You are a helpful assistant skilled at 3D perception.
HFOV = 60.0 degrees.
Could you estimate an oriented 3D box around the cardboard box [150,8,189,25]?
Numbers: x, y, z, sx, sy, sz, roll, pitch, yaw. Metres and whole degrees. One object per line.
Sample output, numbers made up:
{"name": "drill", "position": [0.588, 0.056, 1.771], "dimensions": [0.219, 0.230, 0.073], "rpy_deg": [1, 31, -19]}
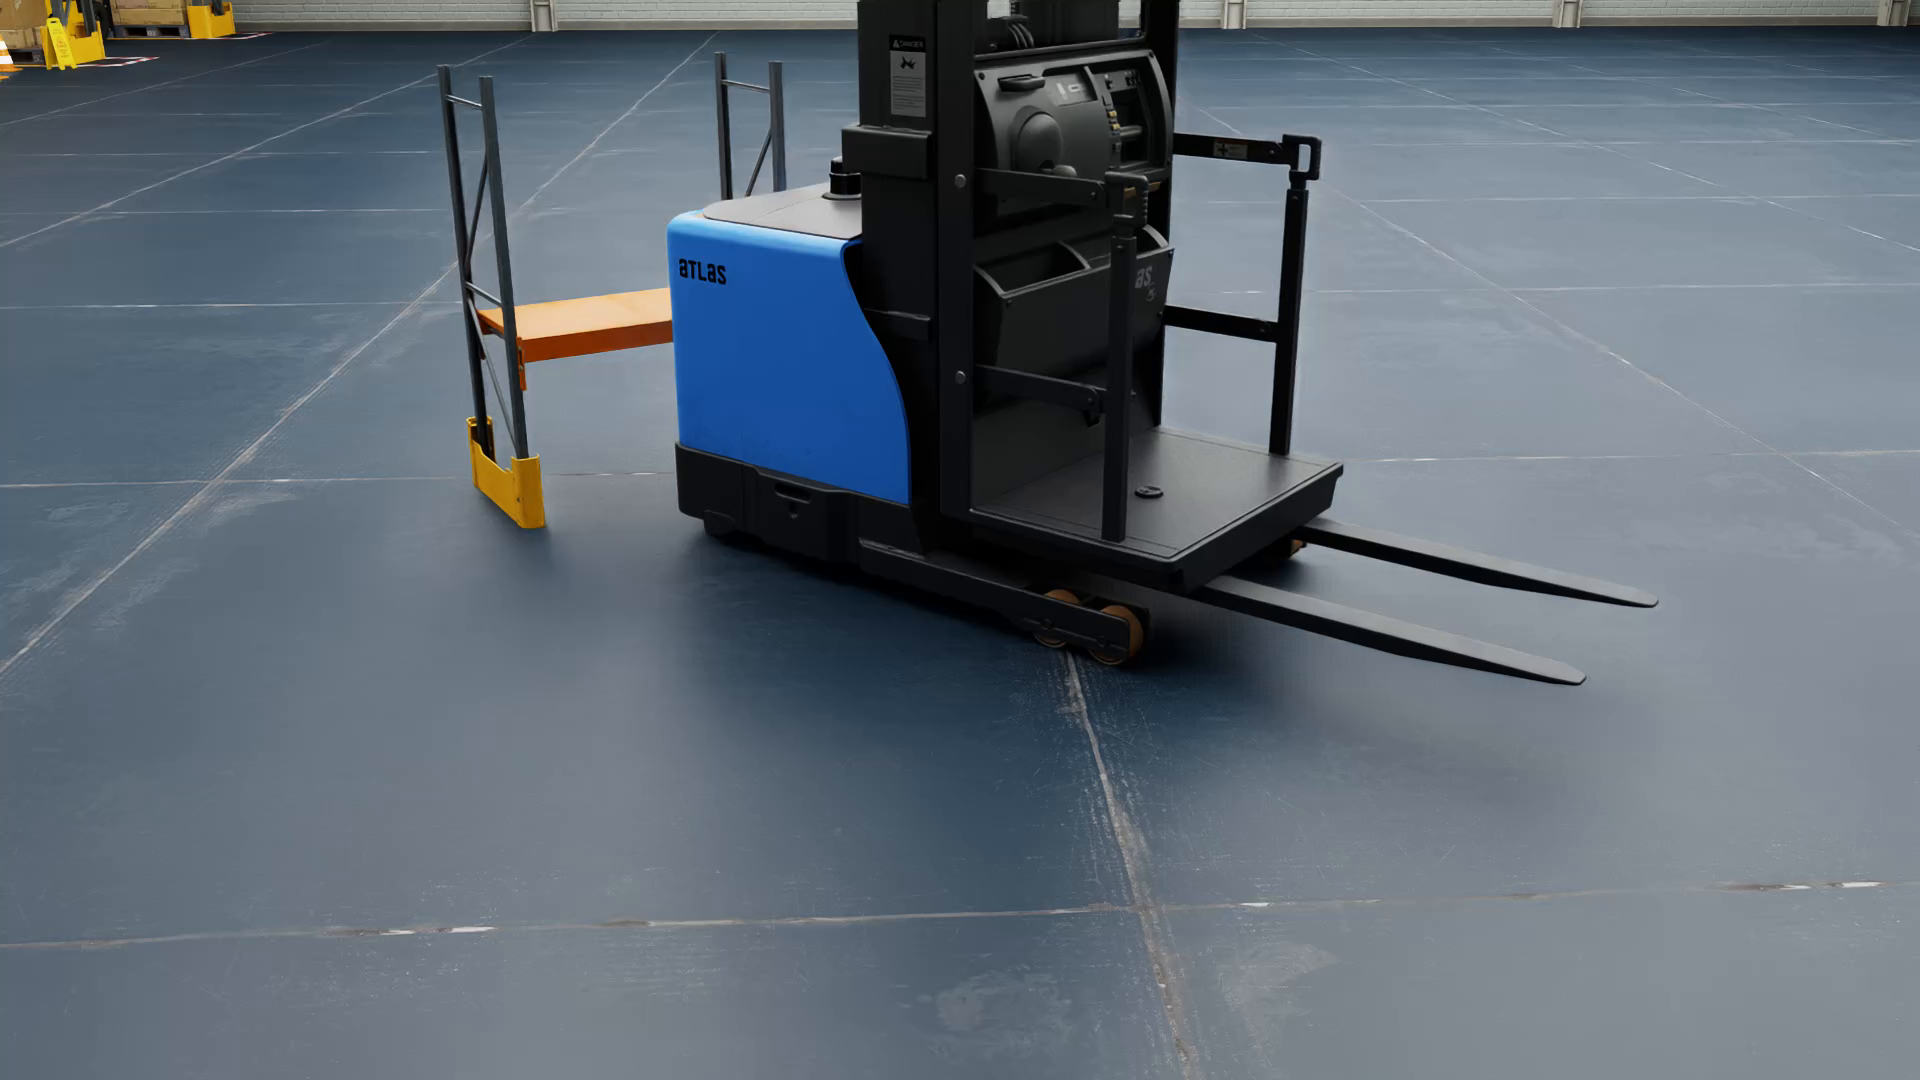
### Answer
{"name": "cardboard box", "position": [-12.859, -8.558, 27.157], "dimensions": [0.500, 0.250, 0.500], "rpy_deg": [-1, 21, -3]}

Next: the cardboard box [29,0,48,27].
{"name": "cardboard box", "position": [-12.966, -7.348, 22.925], "dimensions": [0.500, 0.500, 0.500], "rpy_deg": [-2, 21, -5]}

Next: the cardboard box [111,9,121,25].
{"name": "cardboard box", "position": [-13.856, -8.544, 27.121], "dimensions": [0.500, 0.250, 0.500], "rpy_deg": [-1, 21, -2]}

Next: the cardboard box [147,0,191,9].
{"name": "cardboard box", "position": [-12.876, -8.792, 27.070], "dimensions": [0.500, 0.250, 0.500], "rpy_deg": [-1, 21, -4]}

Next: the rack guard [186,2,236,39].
{"name": "rack guard", "position": [-12.384, -8.600, 27.508], "dimensions": [0.348, 0.500, 1.175], "rpy_deg": [-1, 21, -3]}

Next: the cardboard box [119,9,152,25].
{"name": "cardboard box", "position": [-13.356, -8.551, 27.139], "dimensions": [0.500, 0.250, 0.500], "rpy_deg": [-1, 21, -3]}

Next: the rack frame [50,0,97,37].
{"name": "rack frame", "position": [-12.121, -8.005, 22.431], "dimensions": [0.127, 3.000, 1.000], "rpy_deg": [-1, 21, -3]}

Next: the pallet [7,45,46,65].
{"name": "pallet", "position": [-13.010, -6.696, 22.913], "dimensions": [1.213, 0.211, 1.003], "rpy_deg": [-1, 21, -3]}

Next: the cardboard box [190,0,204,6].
{"name": "cardboard box", "position": [-12.889, -8.977, 27.556], "dimensions": [0.500, 0.250, 0.500], "rpy_deg": [-1, 21, -2]}

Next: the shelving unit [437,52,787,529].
{"name": "shelving unit", "position": [-1.199, -0.926, 5.946], "dimensions": [1.083, 1.500, 0.587], "rpy_deg": [-13, 24, -30]}

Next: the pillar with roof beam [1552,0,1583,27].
{"name": "pillar with roof beam", "position": [11.052, -11.836, 24.062], "dimensions": [0.400, 9.000, 9.100], "rpy_deg": [-1, 21, -3]}

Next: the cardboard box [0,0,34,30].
{"name": "cardboard box", "position": [-12.906, -7.158, 22.426], "dimensions": [0.500, 0.500, 0.500], "rpy_deg": [-1, 21, -3]}

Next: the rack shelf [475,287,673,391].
{"name": "rack shelf", "position": [-1.191, -0.760, 6.014], "dimensions": [1.000, 0.185, 0.538], "rpy_deg": [-13, 24, -30]}

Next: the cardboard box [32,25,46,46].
{"name": "cardboard box", "position": [-12.942, -6.998, 23.060], "dimensions": [0.500, 0.250, 0.500], "rpy_deg": [-1, 21, -3]}

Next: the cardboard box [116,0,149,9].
{"name": "cardboard box", "position": [-13.377, -8.786, 27.053], "dimensions": [0.500, 0.250, 0.500], "rpy_deg": [-1, 21, -4]}

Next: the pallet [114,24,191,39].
{"name": "pallet", "position": [-13.169, -8.435, 27.478], "dimensions": [1.213, 0.211, 1.003], "rpy_deg": [-1, 21, -3]}

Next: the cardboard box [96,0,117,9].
{"name": "cardboard box", "position": [-13.892, -8.768, 27.006], "dimensions": [0.500, 0.250, 0.500], "rpy_deg": [-2, 21, -4]}

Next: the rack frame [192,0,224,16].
{"name": "rack frame", "position": [-12.408, -9.768, 27.062], "dimensions": [0.127, 3.000, 1.000], "rpy_deg": [-1, 21, -3]}

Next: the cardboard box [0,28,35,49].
{"name": "cardboard box", "position": [-12.936, -6.804, 22.550], "dimensions": [0.500, 0.250, 0.500], "rpy_deg": [-1, 21, -3]}

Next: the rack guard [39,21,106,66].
{"name": "rack guard", "position": [-12.197, -6.835, 22.872], "dimensions": [0.348, 0.500, 1.175], "rpy_deg": [-1, 21, -3]}

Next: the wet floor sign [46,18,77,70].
{"name": "wet floor sign", "position": [-11.870, -6.528, 21.862], "dimensions": [0.232, 0.644, 0.267], "rpy_deg": [6, 22, 16]}

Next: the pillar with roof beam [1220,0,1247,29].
{"name": "pillar with roof beam", "position": [5.062, -11.714, 23.742], "dimensions": [0.400, 9.000, 9.100], "rpy_deg": [-1, 21, -3]}

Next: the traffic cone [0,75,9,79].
{"name": "traffic cone", "position": [-12.074, -5.965, 20.638], "dimensions": [0.334, 0.463, 0.336], "rpy_deg": [-1, 21, -3]}

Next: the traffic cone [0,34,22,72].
{"name": "traffic cone", "position": [-12.476, -6.352, 21.656], "dimensions": [0.334, 0.463, 0.336], "rpy_deg": [-1, 21, -3]}

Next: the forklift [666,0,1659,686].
{"name": "forklift", "position": [0.514, -1.230, 4.732], "dimensions": [3.031, 2.935, 1.130], "rpy_deg": [15, 26, 35]}

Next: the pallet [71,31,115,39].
{"name": "pallet", "position": [-14.384, -8.411, 27.416], "dimensions": [1.213, 0.211, 1.003], "rpy_deg": [-1, 21, -3]}

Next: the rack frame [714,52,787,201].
{"name": "rack frame", "position": [-0.762, -1.025, 6.204], "dimensions": [0.032, 1.500, 0.500], "rpy_deg": [-13, 24, -30]}

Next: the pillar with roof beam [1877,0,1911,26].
{"name": "pillar with roof beam", "position": [17.042, -11.958, 24.382], "dimensions": [0.400, 9.000, 9.100], "rpy_deg": [-1, 21, -3]}

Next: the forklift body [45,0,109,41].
{"name": "forklift body", "position": [-14.197, -8.685, 25.410], "dimensions": [1.214, 2.155, 2.313], "rpy_deg": [-1, 21, -3]}

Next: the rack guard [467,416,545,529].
{"name": "rack guard", "position": [-1.619, -0.247, 5.919], "dimensions": [0.087, 0.250, 0.587], "rpy_deg": [-13, 24, -30]}

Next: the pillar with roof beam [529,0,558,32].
{"name": "pillar with roof beam", "position": [-6.918, -11.470, 23.102], "dimensions": [0.400, 9.000, 9.100], "rpy_deg": [-1, 21, -3]}

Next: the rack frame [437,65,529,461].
{"name": "rack frame", "position": [-1.620, -0.831, 5.696], "dimensions": [0.032, 1.500, 0.500], "rpy_deg": [-13, 24, -30]}
